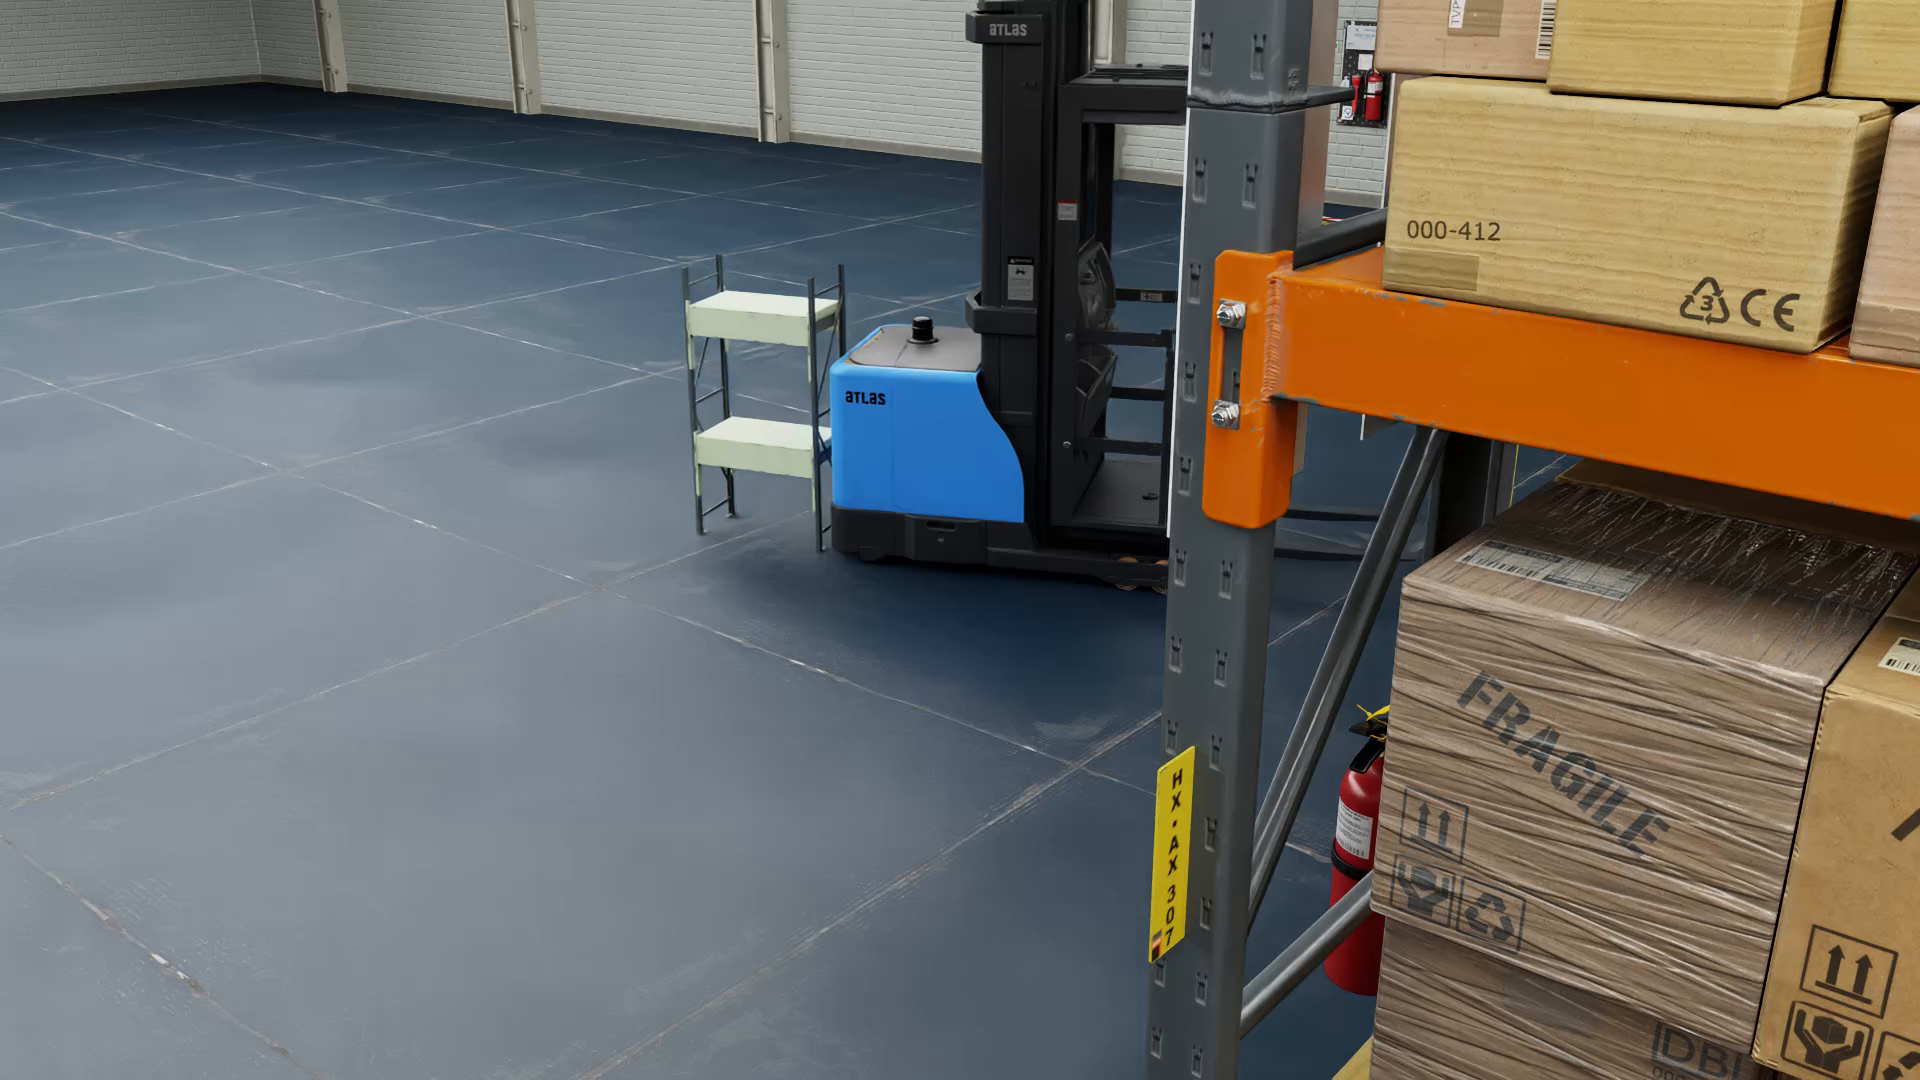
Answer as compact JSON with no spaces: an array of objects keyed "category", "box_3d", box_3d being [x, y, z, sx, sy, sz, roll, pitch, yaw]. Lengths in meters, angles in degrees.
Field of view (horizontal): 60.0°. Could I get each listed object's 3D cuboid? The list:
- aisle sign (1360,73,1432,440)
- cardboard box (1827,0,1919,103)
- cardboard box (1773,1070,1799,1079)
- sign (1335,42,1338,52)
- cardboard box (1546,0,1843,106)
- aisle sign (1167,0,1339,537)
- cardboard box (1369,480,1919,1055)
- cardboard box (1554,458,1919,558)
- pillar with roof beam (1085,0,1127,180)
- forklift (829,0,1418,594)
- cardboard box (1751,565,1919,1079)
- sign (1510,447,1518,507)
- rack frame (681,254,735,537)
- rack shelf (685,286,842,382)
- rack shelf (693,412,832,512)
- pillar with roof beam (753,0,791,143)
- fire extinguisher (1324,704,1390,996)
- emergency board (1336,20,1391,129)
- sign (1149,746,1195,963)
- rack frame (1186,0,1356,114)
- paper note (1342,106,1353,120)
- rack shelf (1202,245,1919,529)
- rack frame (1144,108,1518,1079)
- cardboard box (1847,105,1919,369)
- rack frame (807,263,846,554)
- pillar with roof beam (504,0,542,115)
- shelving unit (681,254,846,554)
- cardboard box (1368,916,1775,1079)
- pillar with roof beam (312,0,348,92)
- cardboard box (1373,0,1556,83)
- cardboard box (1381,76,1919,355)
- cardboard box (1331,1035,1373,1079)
[{"category":"aisle sign","box_3d":[0.799,-0.590,2.797,0.004,0.787,0.394,16,26,36]},{"category":"cardboard box","box_3d":[1.138,-0.566,1.815,0.250,0.149,0.380,16,26,35]},{"category":"cardboard box","box_3d":[1.529,0.745,2.378,0.500,0.500,0.875,16,26,36]},{"category":"sign","box_3d":[4.238,-5.733,19.319,0.331,0.109,0.001,16,26,36]},{"category":"cardboard box","box_3d":[0.864,-0.589,1.875,0.250,0.149,0.380,17,26,37]},{"category":"aisle sign","box_3d":[0.420,-0.426,2.362,0.004,0.787,0.394,16,26,36]},{"category":"cardboard box","box_3d":[0.911,0.266,2.232,0.500,0.500,0.500,16,26,36]},{"category":"cardboard box","box_3d":[1.240,0.124,2.609,0.500,0.500,0.500,16,26,36]},{"category":"pillar with roof beam","box_3d":[-0.876,-7.728,16.907,0.400,9.000,9.100,16,26,36]},{"category":"forklift","box_3d":[0.886,-1.306,8.477,3.031,2.935,1.130,5,21,13]},{"category":"cardboard box","box_3d":[1.294,0.379,1.931,0.500,0.500,0.500,16,26,36]},{"category":"sign","box_3d":[1.024,-0.115,3.132,0.005,0.325,0.100,16,26,36]},{"category":"rack frame","box_3d":[-1.376,-0.788,9.132,0.023,1.500,0.400,8,22,20]},{"category":"rack shelf","box_3d":[-1.035,-1.106,8.870,0.720,0.370,0.431,8,22,20]},{"category":"rack shelf","box_3d":[-1.035,-0.436,9.123,0.720,0.370,0.431,8,22,20]},{"category":"pillar with roof beam","box_3d":[-5.525,-9.066,20.457,0.400,9.000,9.100,16,26,36]},{"category":"fire extinguisher","box_3d":[0.860,0.607,3.417,0.183,0.674,0.296,16,26,36]},{"category":"emergency board","box_3d":[4.604,-5.321,19.026,0.643,1.169,0.194,16,26,36]},{"category":"sign","box_3d":[0.314,0.466,2.456,0.005,0.325,0.100,16,26,36]},{"category":"rack frame","box_3d":[0.657,-2.085,1.943,0.127,3.000,1.000,16,26,36]},{"category":"paper note","box_3d":[4.510,-4.967,19.336,0.142,0.148,0.016,16,26,36]},{"category":"rack shelf","box_3d":[2.207,0.102,1.416,4.000,0.370,1.077,16,26,36]},{"category":"rack frame","box_3d":[0.657,0.722,3.002,0.127,3.000,1.000,16,26,36]},{"category":"cardboard box","box_3d":[1.271,-0.320,1.726,0.500,0.250,0.500,15,26,35]},{"category":"rack frame","box_3d":[-0.694,-0.695,8.884,0.023,1.500,0.400,8,22,20]},{"category":"pillar with roof beam","box_3d":[-10.173,-10.405,24.007,0.400,9.000,9.100,16,26,36]},{"category":"shelving unit","box_3d":[-1.035,-0.741,9.008,0.755,1.500,0.431,8,22,20]},{"category":"cardboard box","box_3d":[1.066,0.666,2.586,0.500,0.500,0.875,16,26,36]},{"category":"pillar with roof beam","box_3d":[-14.821,-11.744,27.556,0.400,9.000,9.100,16,26,36]},{"category":"cardboard box","box_3d":[0.724,-0.673,2.098,0.250,0.149,0.380,16,26,36]},{"category":"cardboard box","box_3d":[0.867,-0.433,2.027,0.500,0.250,0.500,17,27,38]},{"category":"cardboard box","box_3d":[0.727,0.969,2.705,0.250,0.149,0.380,16,26,36]}]
